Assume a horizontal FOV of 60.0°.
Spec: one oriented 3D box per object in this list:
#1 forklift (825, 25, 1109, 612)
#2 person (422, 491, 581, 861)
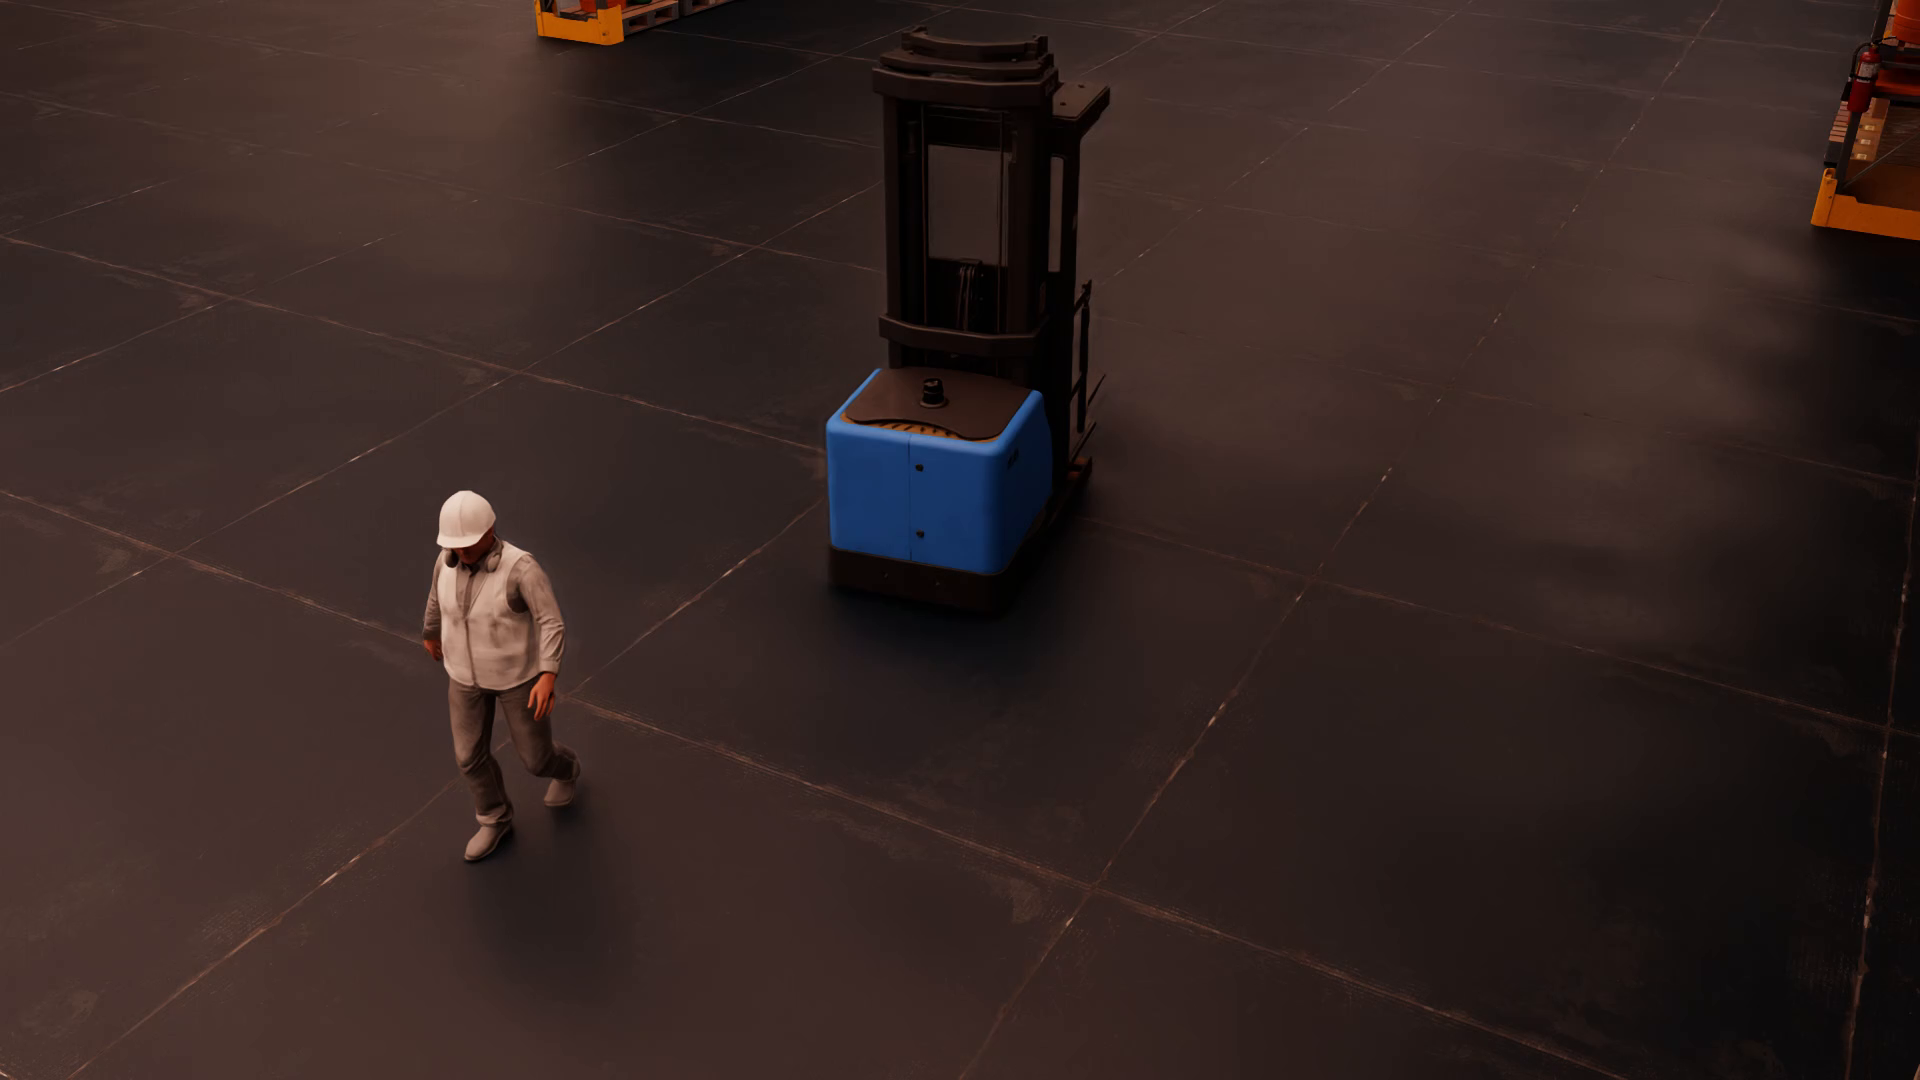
[{"bbox_3d":[0.207,-1.595,9.833,1.130,2.935,3.031,10,31,16],"label":"forklift"},{"bbox_3d":[-2.043,0.566,7.275,0.841,1.754,0.670,7,31,12],"label":"person"}]
